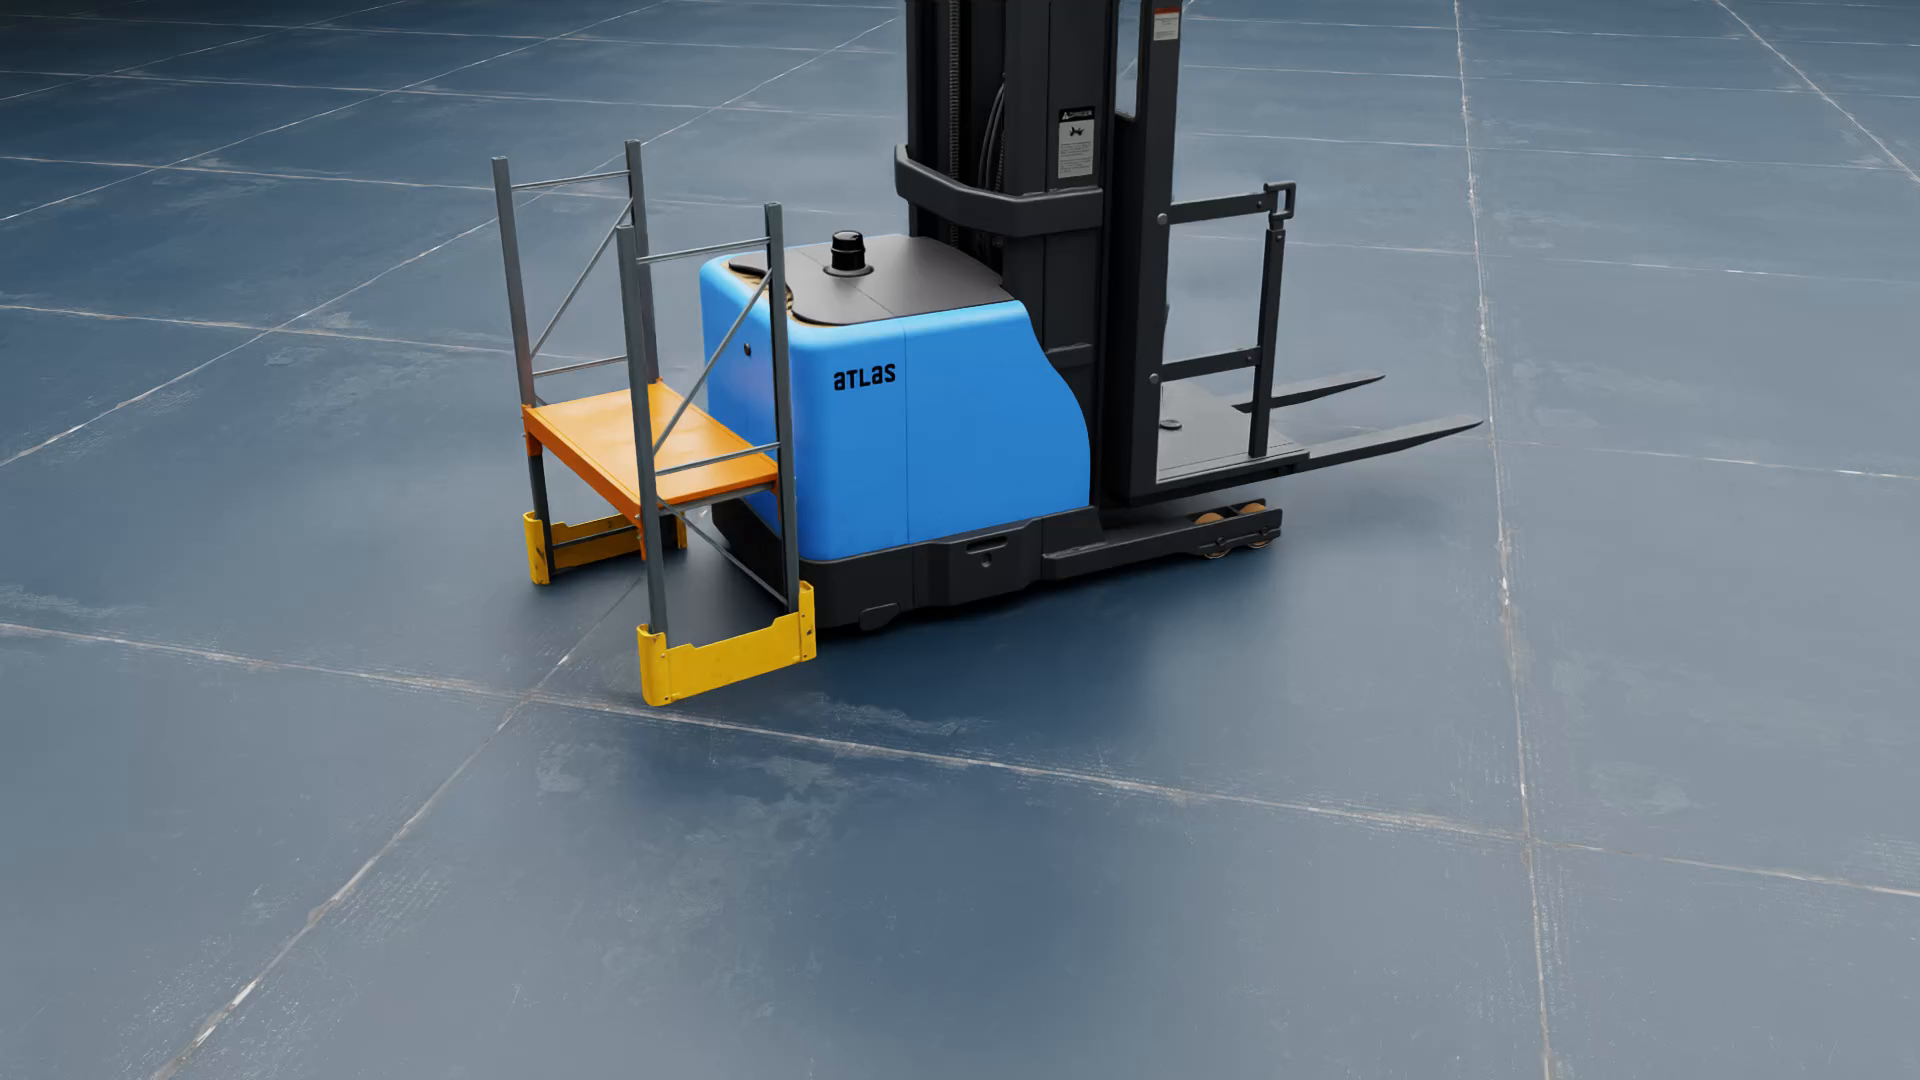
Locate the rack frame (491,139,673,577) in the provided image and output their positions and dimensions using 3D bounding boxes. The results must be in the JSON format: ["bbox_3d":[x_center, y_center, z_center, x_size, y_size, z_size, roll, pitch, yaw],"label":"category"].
[{"bbox_3d":[-1.288,-0.605,5.775,0.500,1.500,0.032,-16,30,-30],"label":"rack frame"}]

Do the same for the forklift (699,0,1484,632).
[{"bbox_3d":[0.626,-1.444,5.873,3.031,2.935,1.130,-12,28,-24],"label":"forklift"}]

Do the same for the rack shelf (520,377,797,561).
[{"bbox_3d":[-1.009,-0.259,5.469,0.538,0.185,1.000,-16,30,-30],"label":"rack shelf"}]

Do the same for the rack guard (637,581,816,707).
[{"bbox_3d":[-0.732,0.325,5.277,0.587,0.250,0.087,-16,30,-30],"label":"rack guard"}]

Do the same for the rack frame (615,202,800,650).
[{"bbox_3d":[-0.731,-0.239,5.007,0.500,1.500,0.032,-16,30,-30],"label":"rack frame"}]

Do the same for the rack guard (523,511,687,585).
[{"bbox_3d":[-1.277,-0.033,6.029,0.587,0.250,0.087,-16,30,-30],"label":"rack guard"}]

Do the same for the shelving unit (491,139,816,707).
[{"bbox_3d":[-1.005,-0.419,5.385,0.587,1.500,1.083,-16,30,-30],"label":"shelving unit"}]
